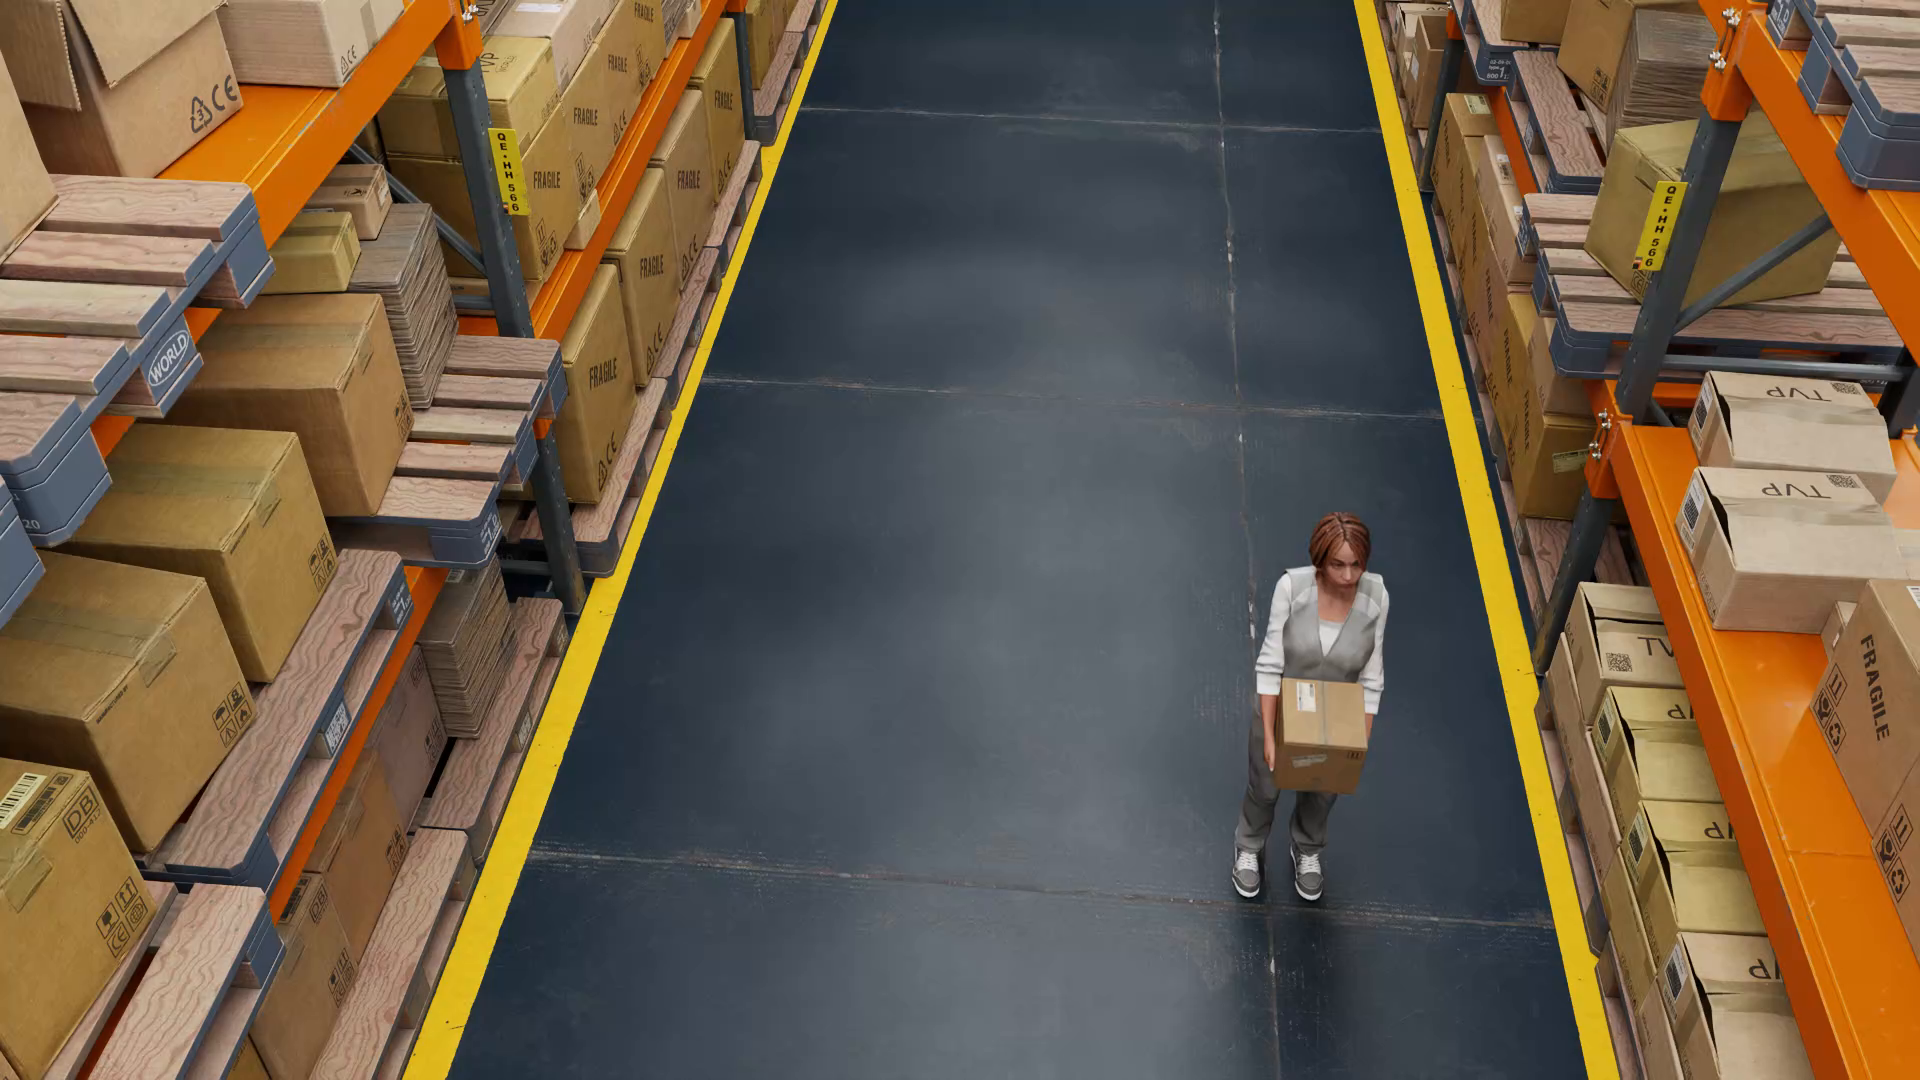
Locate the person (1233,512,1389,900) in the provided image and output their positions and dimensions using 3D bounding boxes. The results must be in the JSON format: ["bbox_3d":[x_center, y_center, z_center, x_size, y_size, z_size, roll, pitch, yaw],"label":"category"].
[{"bbox_3d":[1.140,0.629,5.439,0.404,1.588,0.492,4,41,5],"label":"person"}]
